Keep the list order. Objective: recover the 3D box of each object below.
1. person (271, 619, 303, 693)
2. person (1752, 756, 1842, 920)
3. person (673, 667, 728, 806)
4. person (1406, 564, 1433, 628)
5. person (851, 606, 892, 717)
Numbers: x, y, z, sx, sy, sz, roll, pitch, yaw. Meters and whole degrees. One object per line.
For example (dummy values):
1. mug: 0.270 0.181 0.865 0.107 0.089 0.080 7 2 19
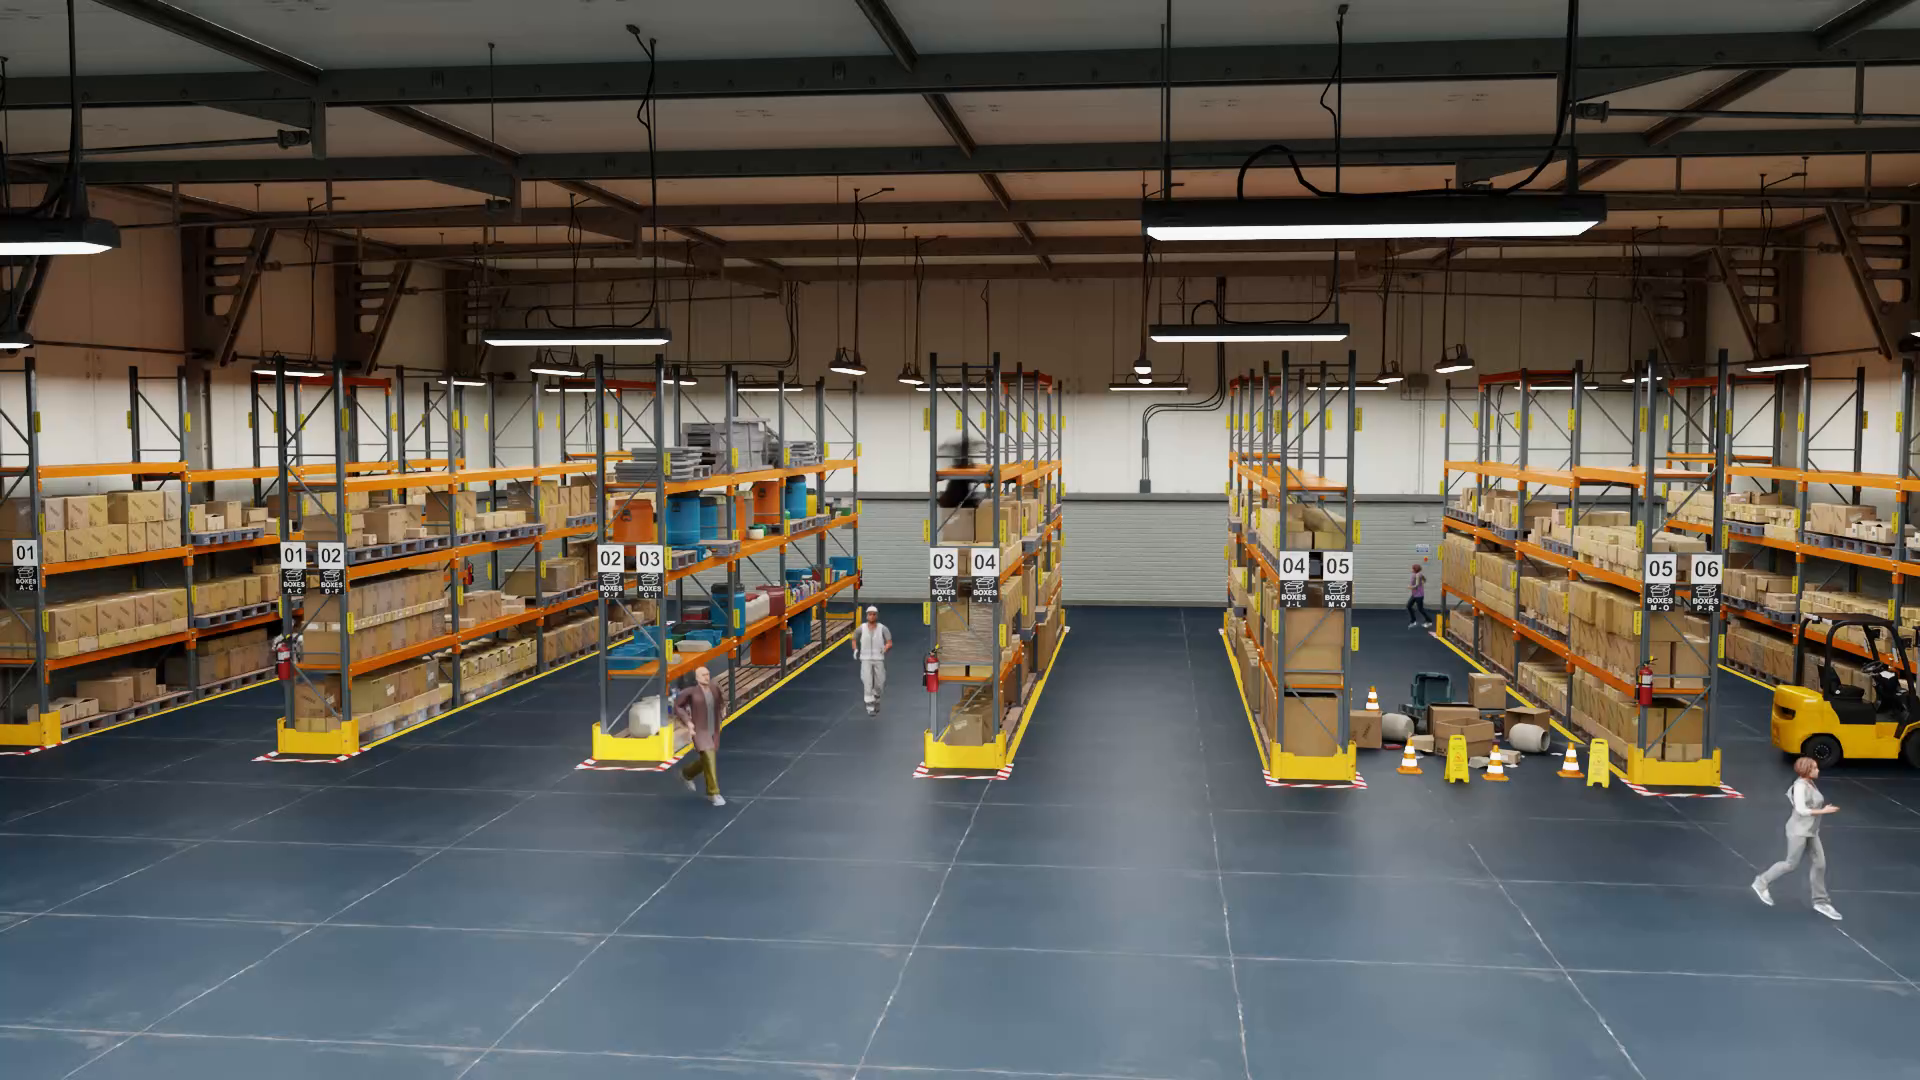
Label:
1. person: -11.338 2.174 28.123 0.564 1.745 0.720 0 4 -2
2. person: 8.515 2.995 16.875 0.837 1.595 0.558 4 6 44
3. person: -3.394 2.560 22.007 0.973 1.792 0.693 4 6 44
4. person: 11.113 1.381 40.175 0.669 1.596 0.563 1 4 7
5. person: -1.419 1.947 26.724 0.663 1.758 0.710 0 4 -4
